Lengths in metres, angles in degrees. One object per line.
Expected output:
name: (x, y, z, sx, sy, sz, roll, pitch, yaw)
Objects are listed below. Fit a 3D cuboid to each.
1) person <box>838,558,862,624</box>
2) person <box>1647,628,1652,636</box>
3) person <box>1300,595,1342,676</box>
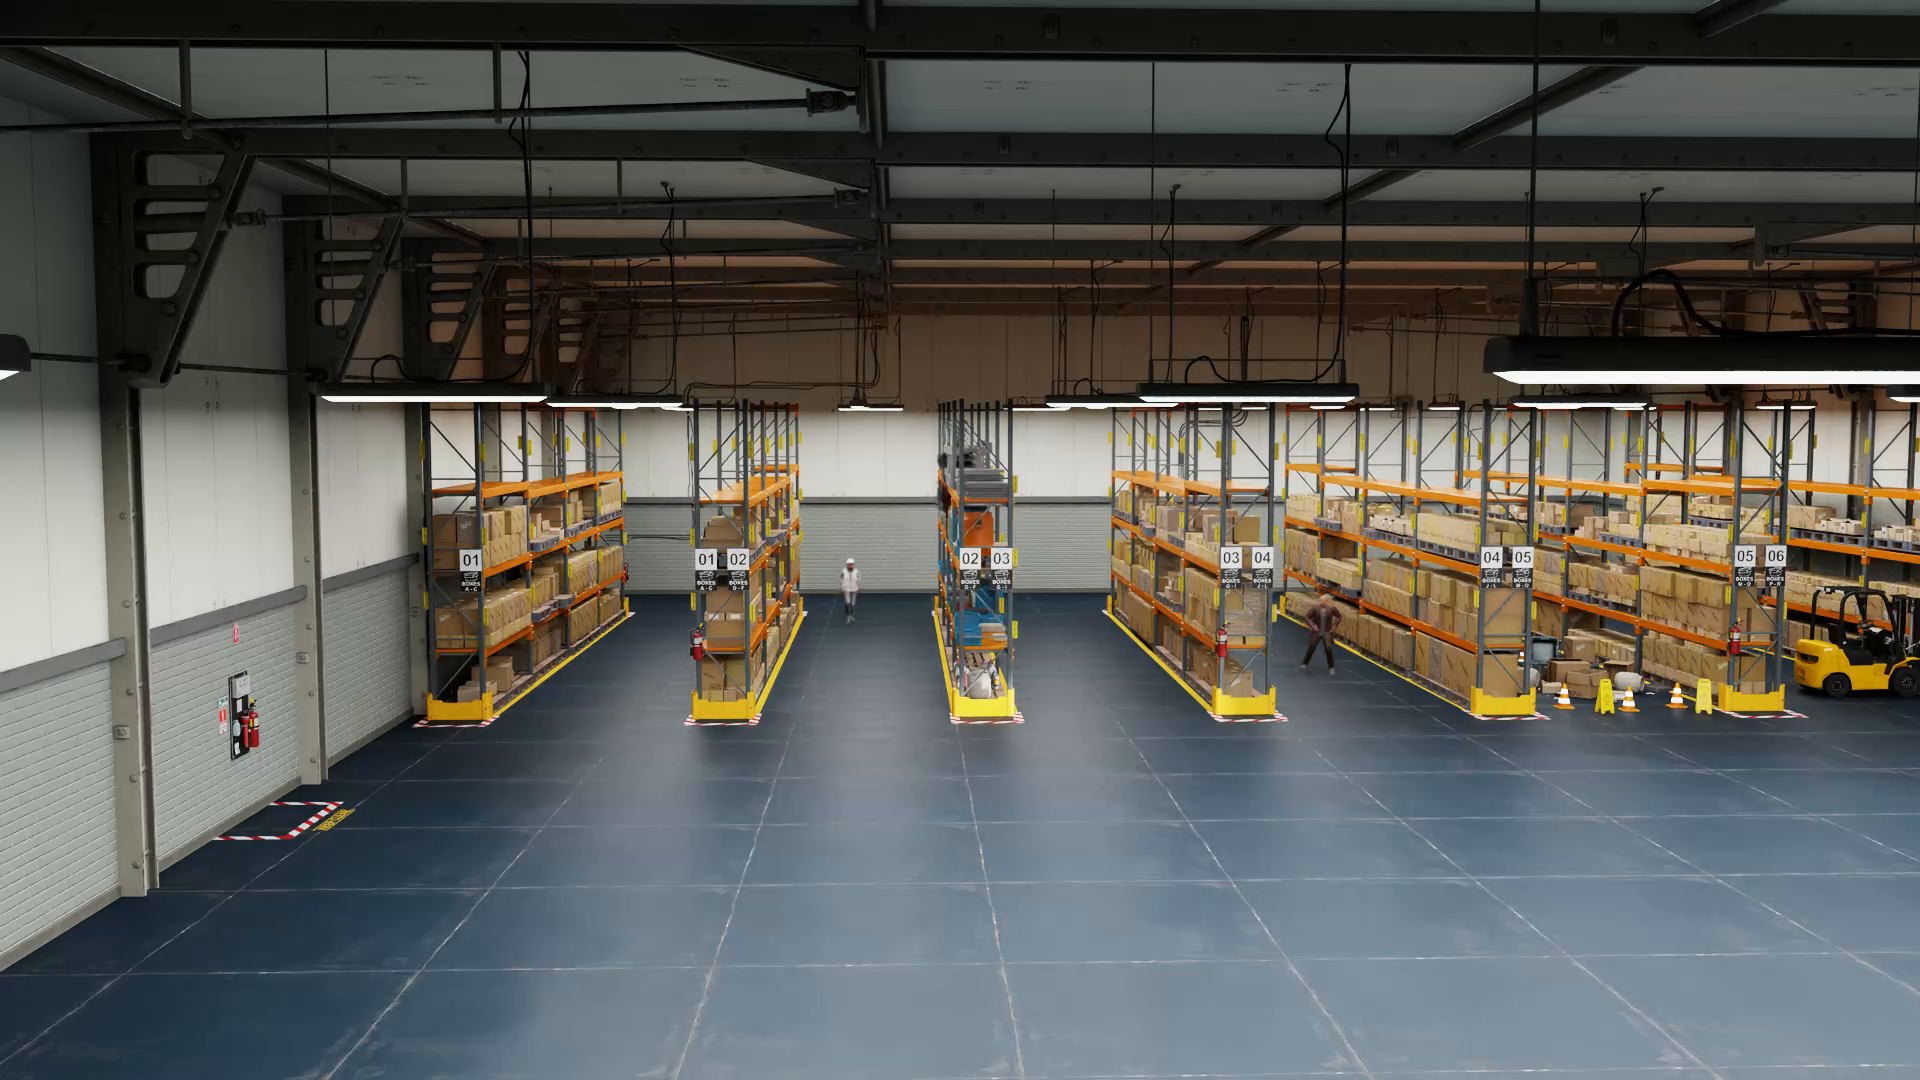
person: (-3.003, 1.403, 45.536, 0.600, 1.819, 0.869, -1, 5, -18)
person: (16.605, 1.922, 39.628, 0.605, 1.648, 0.675, -1, 4, -8)
person: (7.967, 2.087, 36.705, 0.901, 1.762, 0.762, 1, 4, 10)
